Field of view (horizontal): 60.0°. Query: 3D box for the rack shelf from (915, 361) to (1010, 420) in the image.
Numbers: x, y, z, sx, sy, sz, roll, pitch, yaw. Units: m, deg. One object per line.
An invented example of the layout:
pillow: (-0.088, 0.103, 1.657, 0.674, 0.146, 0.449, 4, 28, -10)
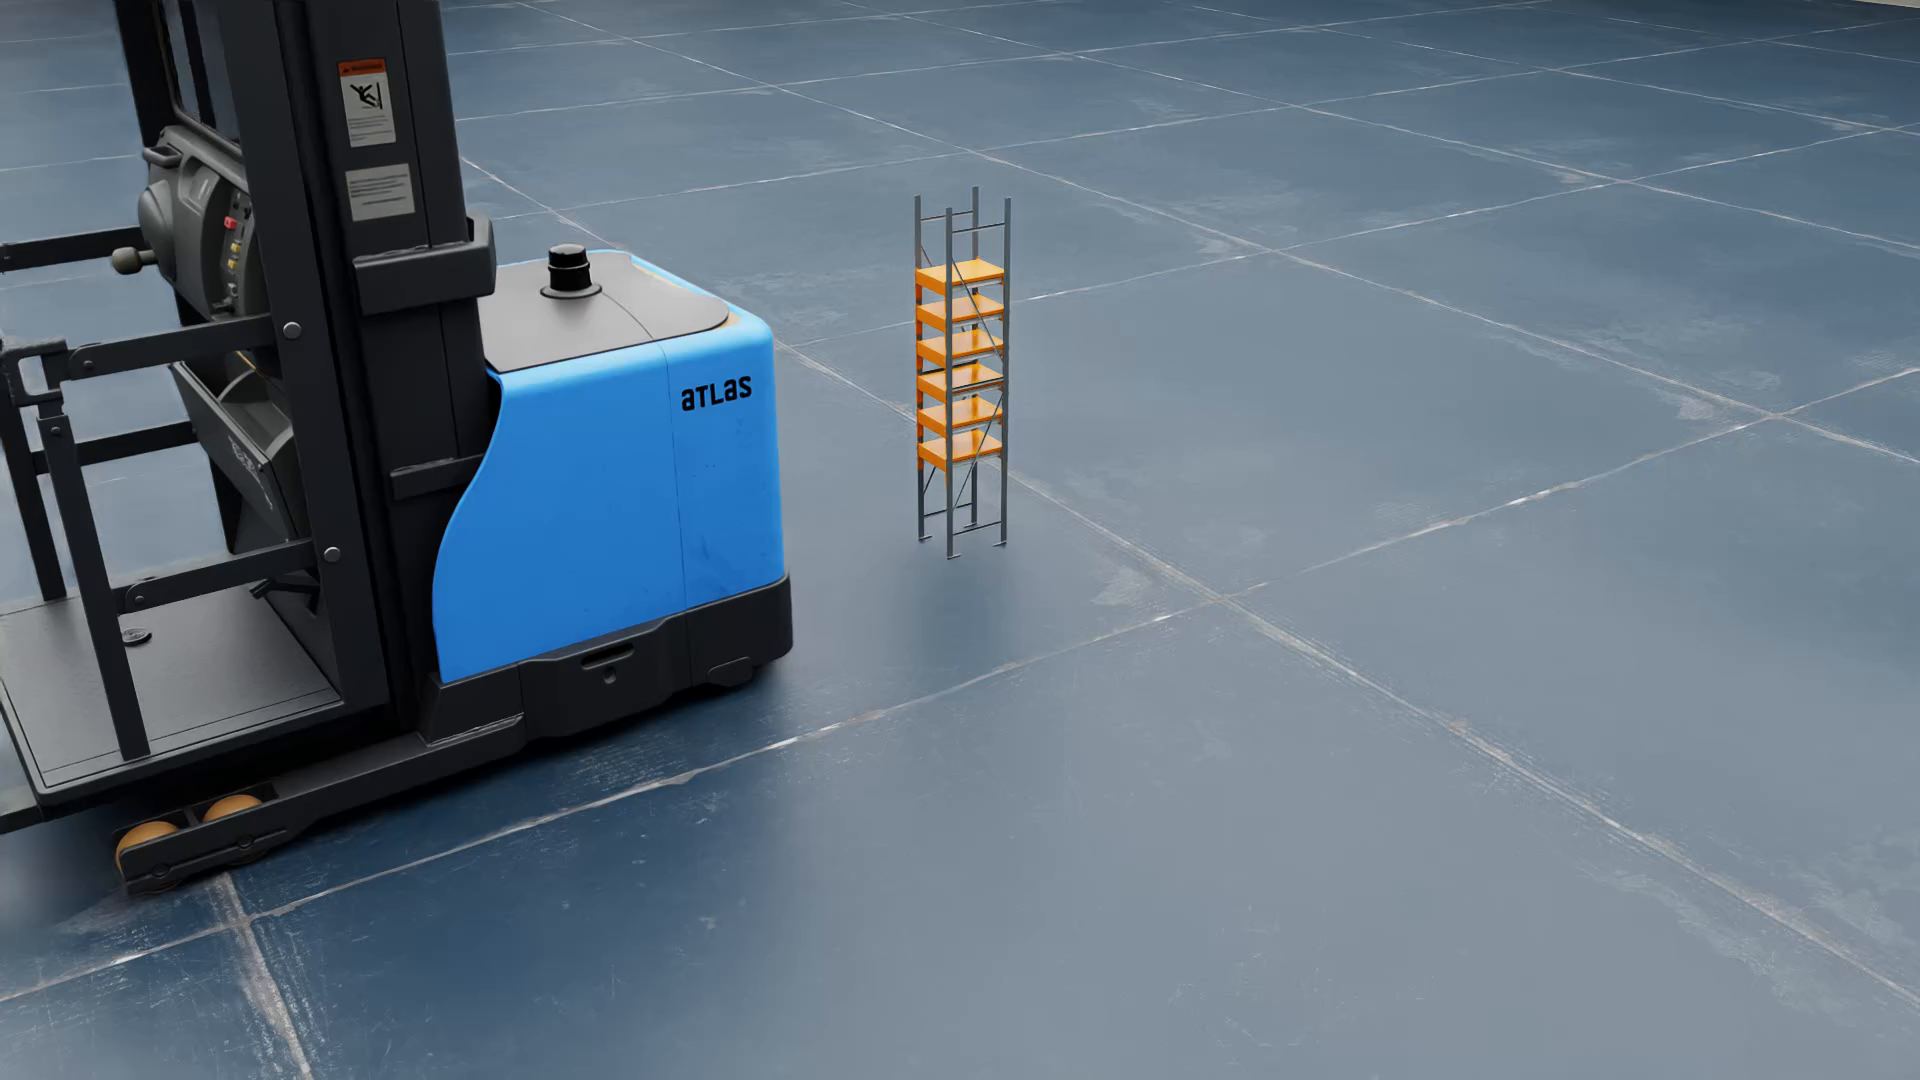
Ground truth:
rack shelf: (0.008, -0.497, 5.502, 0.258, 0.103, 0.180, -16, 29, -30)

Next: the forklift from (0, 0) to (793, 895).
forklift: (-1.985, -0.739, 3.882, 3.031, 2.935, 1.130, -17, 30, -32)

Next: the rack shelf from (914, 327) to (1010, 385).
rack shelf: (0.008, -0.606, 5.451, 0.258, 0.103, 0.180, -16, 29, -30)

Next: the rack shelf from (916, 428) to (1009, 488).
rack shelf: (0.008, -0.280, 5.604, 0.258, 0.103, 0.180, -16, 29, -30)

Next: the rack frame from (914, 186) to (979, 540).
rack frame: (-0.042, -0.570, 5.552, 0.240, 1.200, 0.006, -16, 29, -30)

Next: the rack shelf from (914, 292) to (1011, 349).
rack shelf: (0.008, -0.714, 5.399, 0.258, 0.103, 0.180, -16, 29, -30)

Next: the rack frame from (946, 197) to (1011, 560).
rack frame: (0.058, -0.505, 5.414, 0.240, 1.200, 0.006, -16, 29, -30)

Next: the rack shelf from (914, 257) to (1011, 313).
rack shelf: (0.008, -0.823, 5.348, 0.258, 0.103, 0.180, -16, 29, -30)

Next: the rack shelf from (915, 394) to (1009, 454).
rack shelf: (0.008, -0.389, 5.553, 0.258, 0.103, 0.180, -16, 29, -30)

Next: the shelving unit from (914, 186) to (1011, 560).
shelving unit: (0.008, -0.537, 5.483, 0.258, 1.200, 0.189, -16, 29, -30)
